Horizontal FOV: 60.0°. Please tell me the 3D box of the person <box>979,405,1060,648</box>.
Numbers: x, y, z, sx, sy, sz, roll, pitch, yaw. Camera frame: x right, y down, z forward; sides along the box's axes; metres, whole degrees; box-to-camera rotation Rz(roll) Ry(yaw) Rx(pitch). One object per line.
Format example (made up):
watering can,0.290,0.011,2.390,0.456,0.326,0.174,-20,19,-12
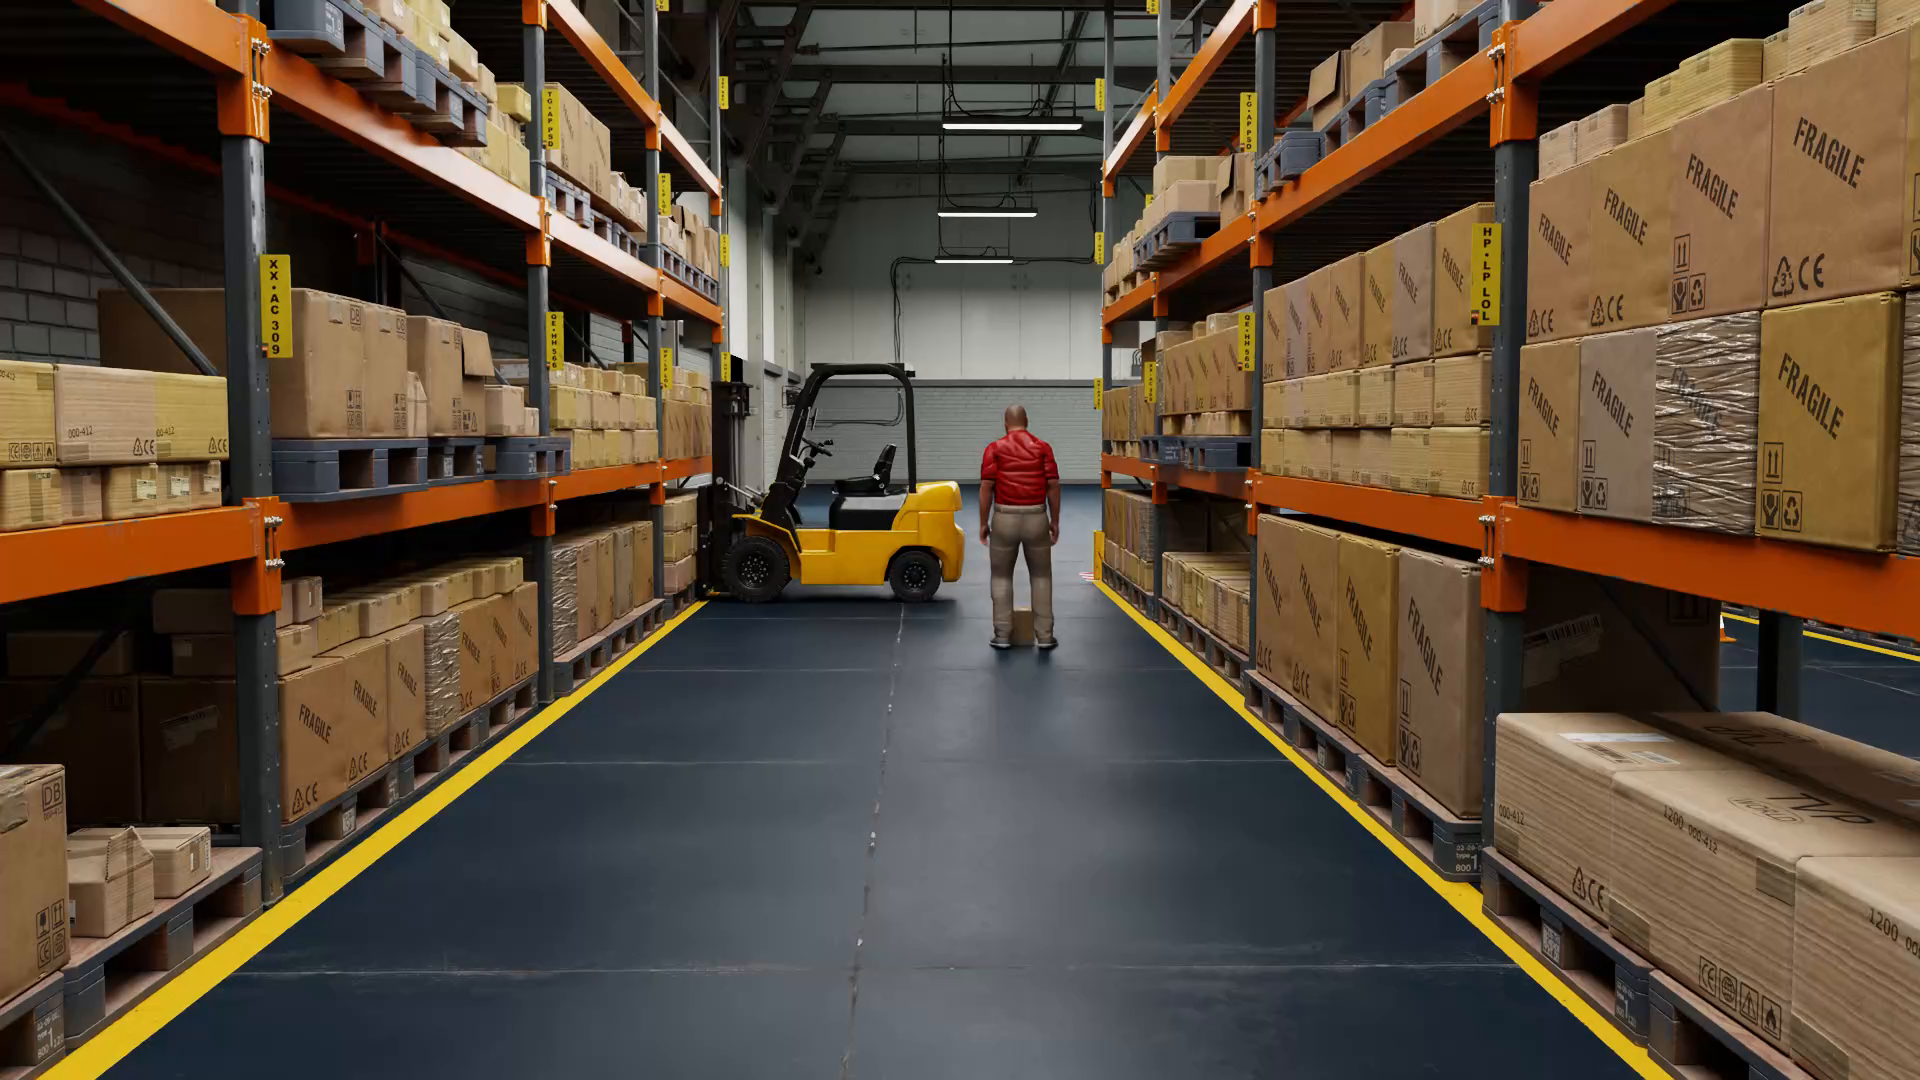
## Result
person,0.423,-0.095,11.817,0.587,1.725,0.405,0,4,-4
